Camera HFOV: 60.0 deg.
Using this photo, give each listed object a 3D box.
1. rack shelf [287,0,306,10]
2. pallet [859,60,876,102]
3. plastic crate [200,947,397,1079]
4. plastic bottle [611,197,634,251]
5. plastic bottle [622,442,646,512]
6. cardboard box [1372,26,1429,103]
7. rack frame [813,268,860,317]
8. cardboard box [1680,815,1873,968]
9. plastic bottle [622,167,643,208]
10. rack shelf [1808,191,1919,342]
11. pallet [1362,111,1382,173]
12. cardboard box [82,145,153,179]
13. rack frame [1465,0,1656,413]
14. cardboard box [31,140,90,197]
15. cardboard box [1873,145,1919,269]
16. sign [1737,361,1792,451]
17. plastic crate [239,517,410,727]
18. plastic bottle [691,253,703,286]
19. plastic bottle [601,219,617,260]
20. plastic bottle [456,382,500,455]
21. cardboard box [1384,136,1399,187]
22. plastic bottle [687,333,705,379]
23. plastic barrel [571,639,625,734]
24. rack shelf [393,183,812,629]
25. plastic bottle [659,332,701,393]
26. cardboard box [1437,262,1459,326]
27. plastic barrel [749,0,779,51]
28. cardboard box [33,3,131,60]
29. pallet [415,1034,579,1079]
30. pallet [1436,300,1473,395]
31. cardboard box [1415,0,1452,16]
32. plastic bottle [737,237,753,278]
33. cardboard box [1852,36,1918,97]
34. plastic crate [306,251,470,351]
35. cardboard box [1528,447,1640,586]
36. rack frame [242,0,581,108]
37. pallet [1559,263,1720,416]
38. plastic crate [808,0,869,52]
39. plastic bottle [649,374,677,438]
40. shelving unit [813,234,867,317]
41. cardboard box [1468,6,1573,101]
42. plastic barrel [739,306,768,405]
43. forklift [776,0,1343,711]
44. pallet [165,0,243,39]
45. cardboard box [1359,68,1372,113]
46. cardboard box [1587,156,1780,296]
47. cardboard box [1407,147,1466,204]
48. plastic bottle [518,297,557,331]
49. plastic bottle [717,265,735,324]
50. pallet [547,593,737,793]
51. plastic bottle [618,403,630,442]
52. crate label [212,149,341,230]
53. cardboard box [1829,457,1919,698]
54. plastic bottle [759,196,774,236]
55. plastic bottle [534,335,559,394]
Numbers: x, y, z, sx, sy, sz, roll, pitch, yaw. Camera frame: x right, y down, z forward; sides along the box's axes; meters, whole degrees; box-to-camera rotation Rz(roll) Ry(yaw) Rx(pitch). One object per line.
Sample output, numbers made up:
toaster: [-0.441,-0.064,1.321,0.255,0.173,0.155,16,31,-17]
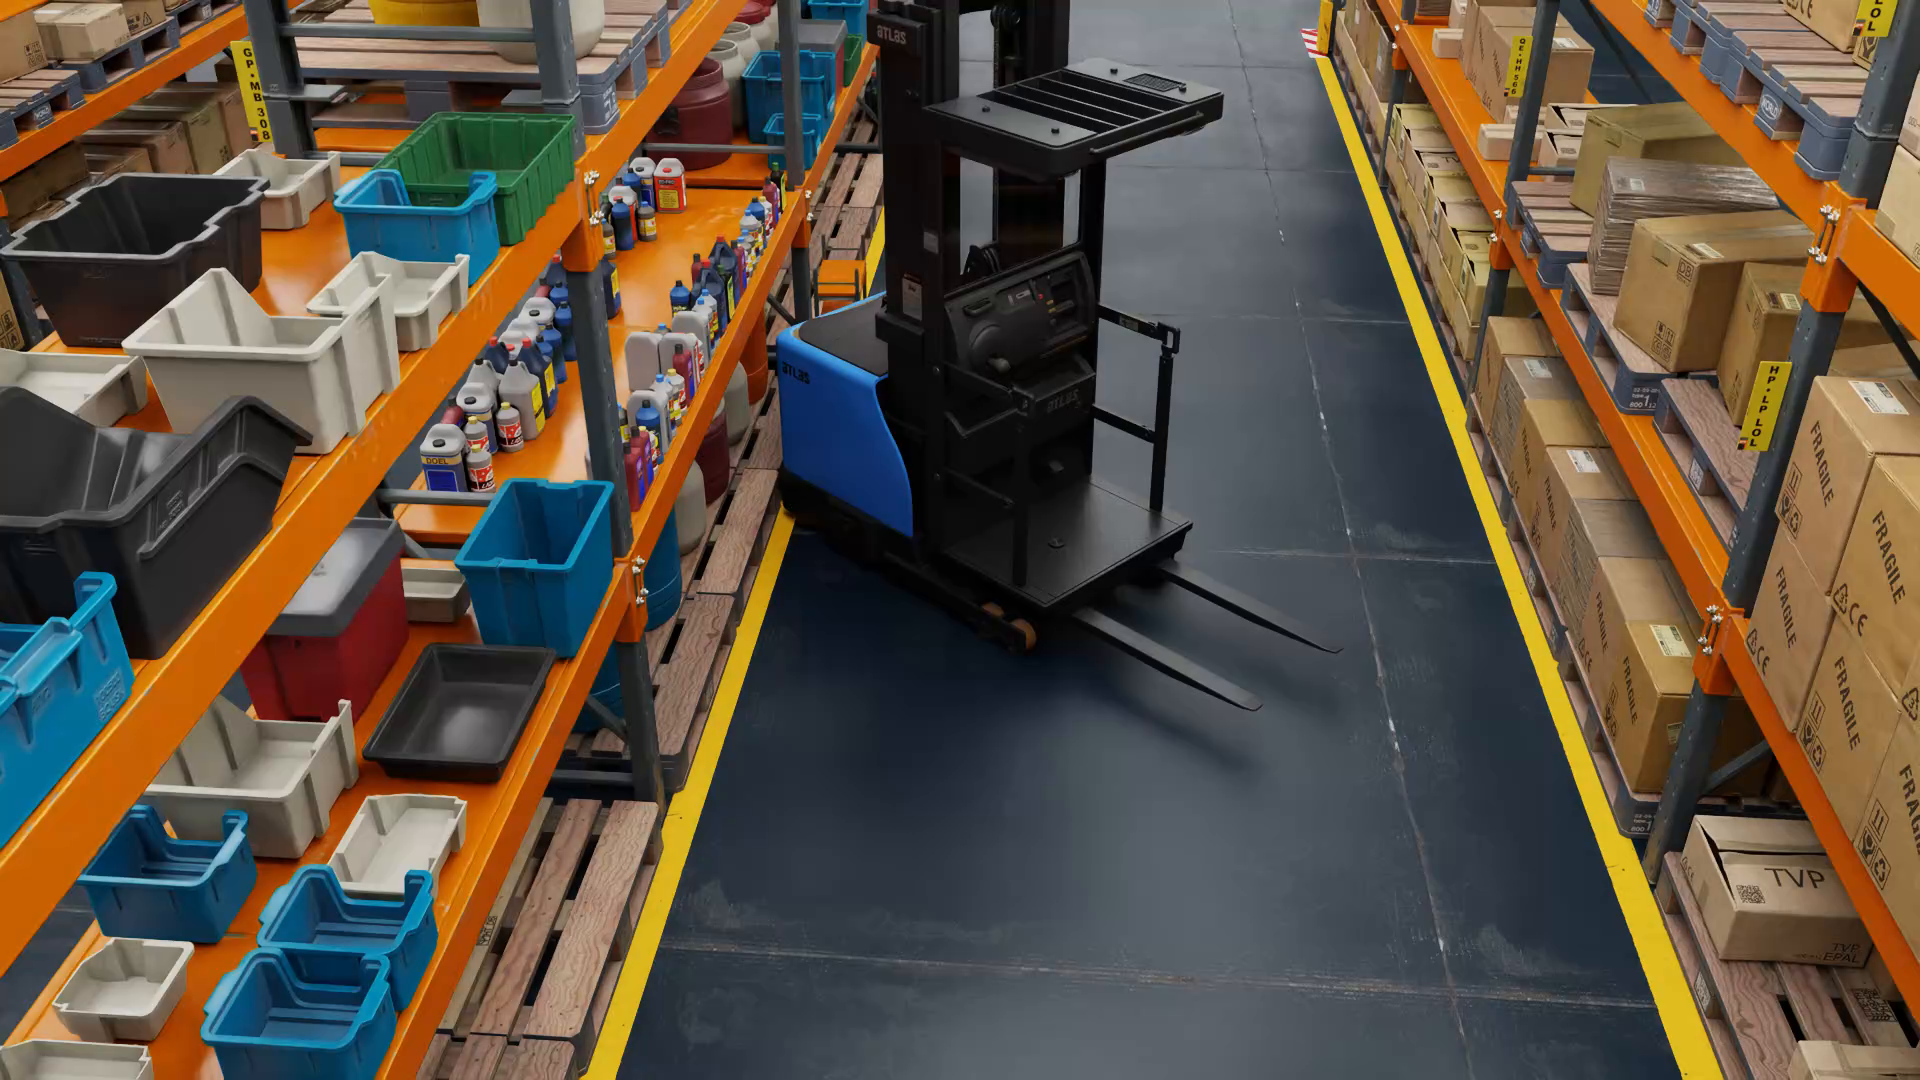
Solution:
rack shelf: [-5.845,-5.274,15.134,1.077,0.370,4.000,2,32,4]
pallet: [-0.878,-4.124,15.241,1.003,0.211,1.213,2,32,4]
plastic crate: [-1.593,1.195,4.055,0.416,0.233,0.300,2,32,4]
plastic bottle: [-1.768,-1.660,8.707,0.097,0.271,0.097,0,32,0]
plastic bottle: [-1.267,-0.263,6.429,0.061,0.283,0.133,2,32,4]
cardboard box: [3.738,-3.949,13.805,0.500,0.500,0.500,2,32,4]
rack frame: [-0.657,-0.921,9.101,0.240,1.200,0.015,1,32,1]
cardboard box: [2.964,1.242,6.019,0.500,0.311,0.500,2,32,4]
plastic bottle: [-1.791,-1.904,9.103,0.097,0.271,0.097,0,32,0]
rack shelf: [3.051,0.149,3.475,1.077,0.370,4.000,2,32,4]
pallet: [3.972,-3.336,13.962,1.003,0.211,1.213,2,32,4]
cardboard box: [-6.227,-2.504,11.918,0.700,0.500,0.500,5,32,8]
rack frame: [3.540,-2.017,9.164,1.000,3.000,0.127,2,32,4]
cardboard box: [-6.276,-2.514,11.219,0.500,0.250,0.500,6,32,10]
cardboard box: [2.928,-0.895,4.627,0.500,0.250,0.500,2,32,4]
sign: [2.661,-0.440,5.502,0.100,0.325,0.005,2,32,4]
plastic crate: [-2.045,0.264,5.344,0.402,0.464,0.583,2,32,4]
plastic bottle: [-1.256,-1.263,8.052,0.061,0.283,0.133,2,32,4]
plastic bottle: [-1.840,-1.563,8.616,0.097,0.201,0.097,0,32,0]
plastic bottle: [-1.983,-0.497,6.816,0.152,0.276,0.135,2,32,4]
cardboard box: [3.586,-2.917,12.845,0.500,0.250,0.500,2,32,3]
plastic bottle: [-1.193,-0.824,7.418,0.097,0.201,0.097,0,32,0]
plastic barrel: [-1.661,0.291,7.018,0.600,0.901,0.708,2,32,4]
rack shelf: [-1.560,-0.879,8.003,1.077,0.370,4.000,2,32,4]
plastic bottle: [-1.230,-0.796,7.301,0.152,0.276,0.135,2,32,4]
cardboard box: [3.378,-1.581,10.677,0.500,0.250,0.500,2,32,3]
plastic barrel: [-1.427,-3.506,11.450,0.433,0.535,0.433,0,32,0]
cardboard box: [-5.968,-3.424,11.190,0.500,0.250,0.500,2,32,3]
pallet: [-1.840,2.074,5.184,1.003,0.211,1.213,2,32,4]
pallet: [3.646,-1.259,10.592,1.003,0.211,1.213,2,32,4]
cardboard box: [3.895,-4.384,12.909,0.700,0.500,0.500,2,32,3]
plastic bottle: [-1.099,-1.431,8.402,0.097,0.201,0.097,0,32,0]
cardboard box: [3.329,-1.727,5.243,0.600,0.600,0.600,0,32,-1]
plastic crate: [-1.447,-0.623,4.294,0.293,0.136,0.466,2,32,4]
cardboard box: [3.098,-0.106,8.025,0.500,0.500,0.500,1,32,2]
rack frame: [-1.723,-2.693,4.543,1.000,3.000,0.127,2,32,4]
pallet: [3.386,-0.919,7.564,1.003,0.211,1.213,2,32,4]
plastic crate: [-0.851,-3.726,11.952,0.392,0.384,0.575,2,32,4]
plastic bottle: [-1.239,-0.561,6.924,0.097,0.271,0.097,0,32,0]
shelving unit: [-0.652,-1.049,9.309,0.258,1.200,0.503,1,32,1]
cardboard box: [3.703,-3.213,11.010,0.500,0.500,0.500,3,32,4]
plastic barrel: [-1.420,-1.229,9.554,0.600,0.830,0.708,2,32,4]
forklift: [0.440,-1.013,7.601,1.130,2.935,3.031,-27,41,-37]
pallet: [-6.215,-4.059,12.660,1.003,0.211,1.213,2,32,4]
cardboard box: [3.762,-3.892,14.427,0.500,0.250,0.500,2,32,4]
cardboard box: [3.336,-1.435,7.723,0.700,0.500,0.500,8,33,13]
cardboard box: [3.497,-2.618,11.825,0.500,0.311,0.500,1,32,2]
plastic bottle: [-1.912,-0.953,7.555,0.152,0.276,0.135,2,32,4]
plastic bottle: [-1.124,-1.187,7.929,0.061,0.283,0.133,2,32,4]
pallet: [-1.618,0.646,7.500,1.003,0.211,1.213,2,32,4]
plastic bottle: [-1.401,-0.467,6.839,0.097,0.201,0.097,0,32,0]
crate label: [-2.050,-1.060,5.004,0.293,0.136,0.466,2,32,4]
cardboard box: [2.854,0.110,4.664,0.500,0.500,0.500,2,32,2]
plastic bottle: [-1.051,-1.736,8.898,0.097,0.201,0.097,0,32,0]
plastic bottle: [-1.816,-0.764,7.253,0.097,0.271,0.097,0,32,0]
